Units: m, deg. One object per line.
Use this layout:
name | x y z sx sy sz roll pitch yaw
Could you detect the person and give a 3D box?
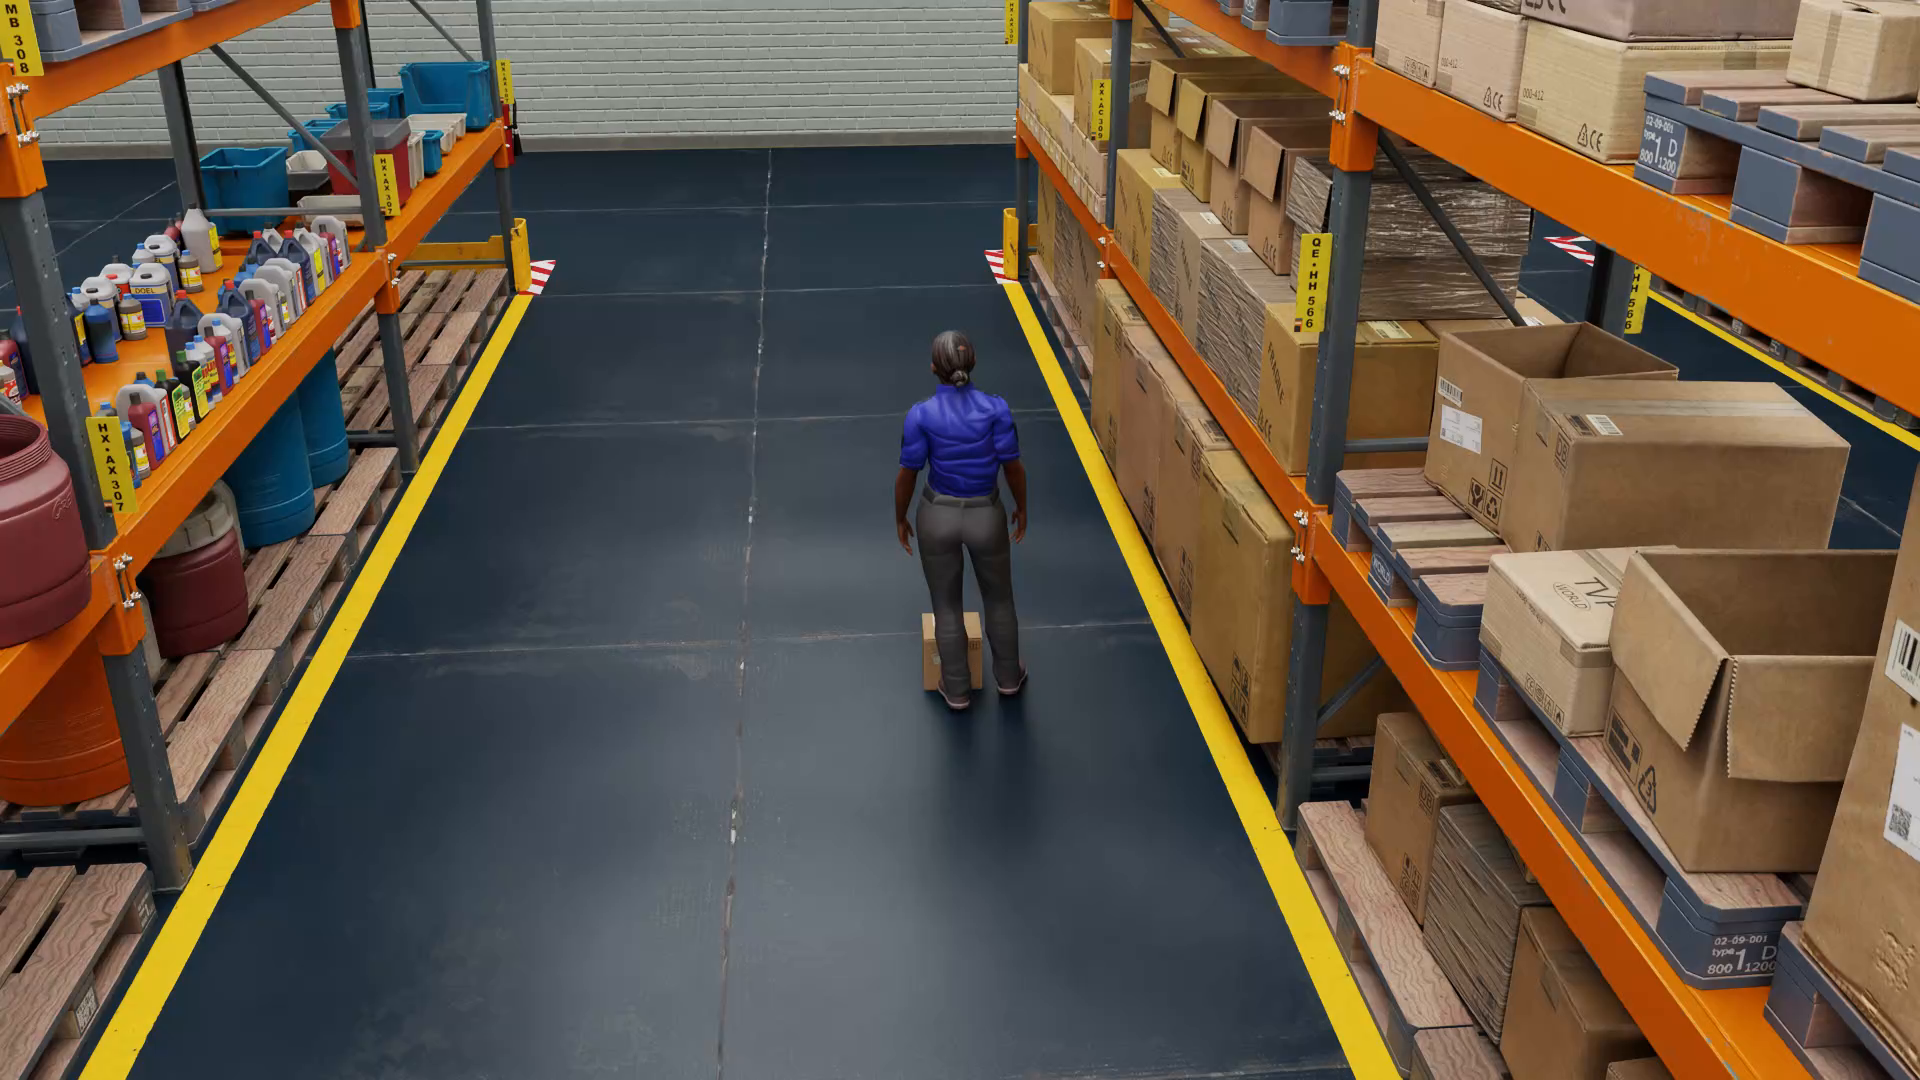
person | 0.018 -0.094 6.797 0.568 1.655 0.503 -1 24 -3
